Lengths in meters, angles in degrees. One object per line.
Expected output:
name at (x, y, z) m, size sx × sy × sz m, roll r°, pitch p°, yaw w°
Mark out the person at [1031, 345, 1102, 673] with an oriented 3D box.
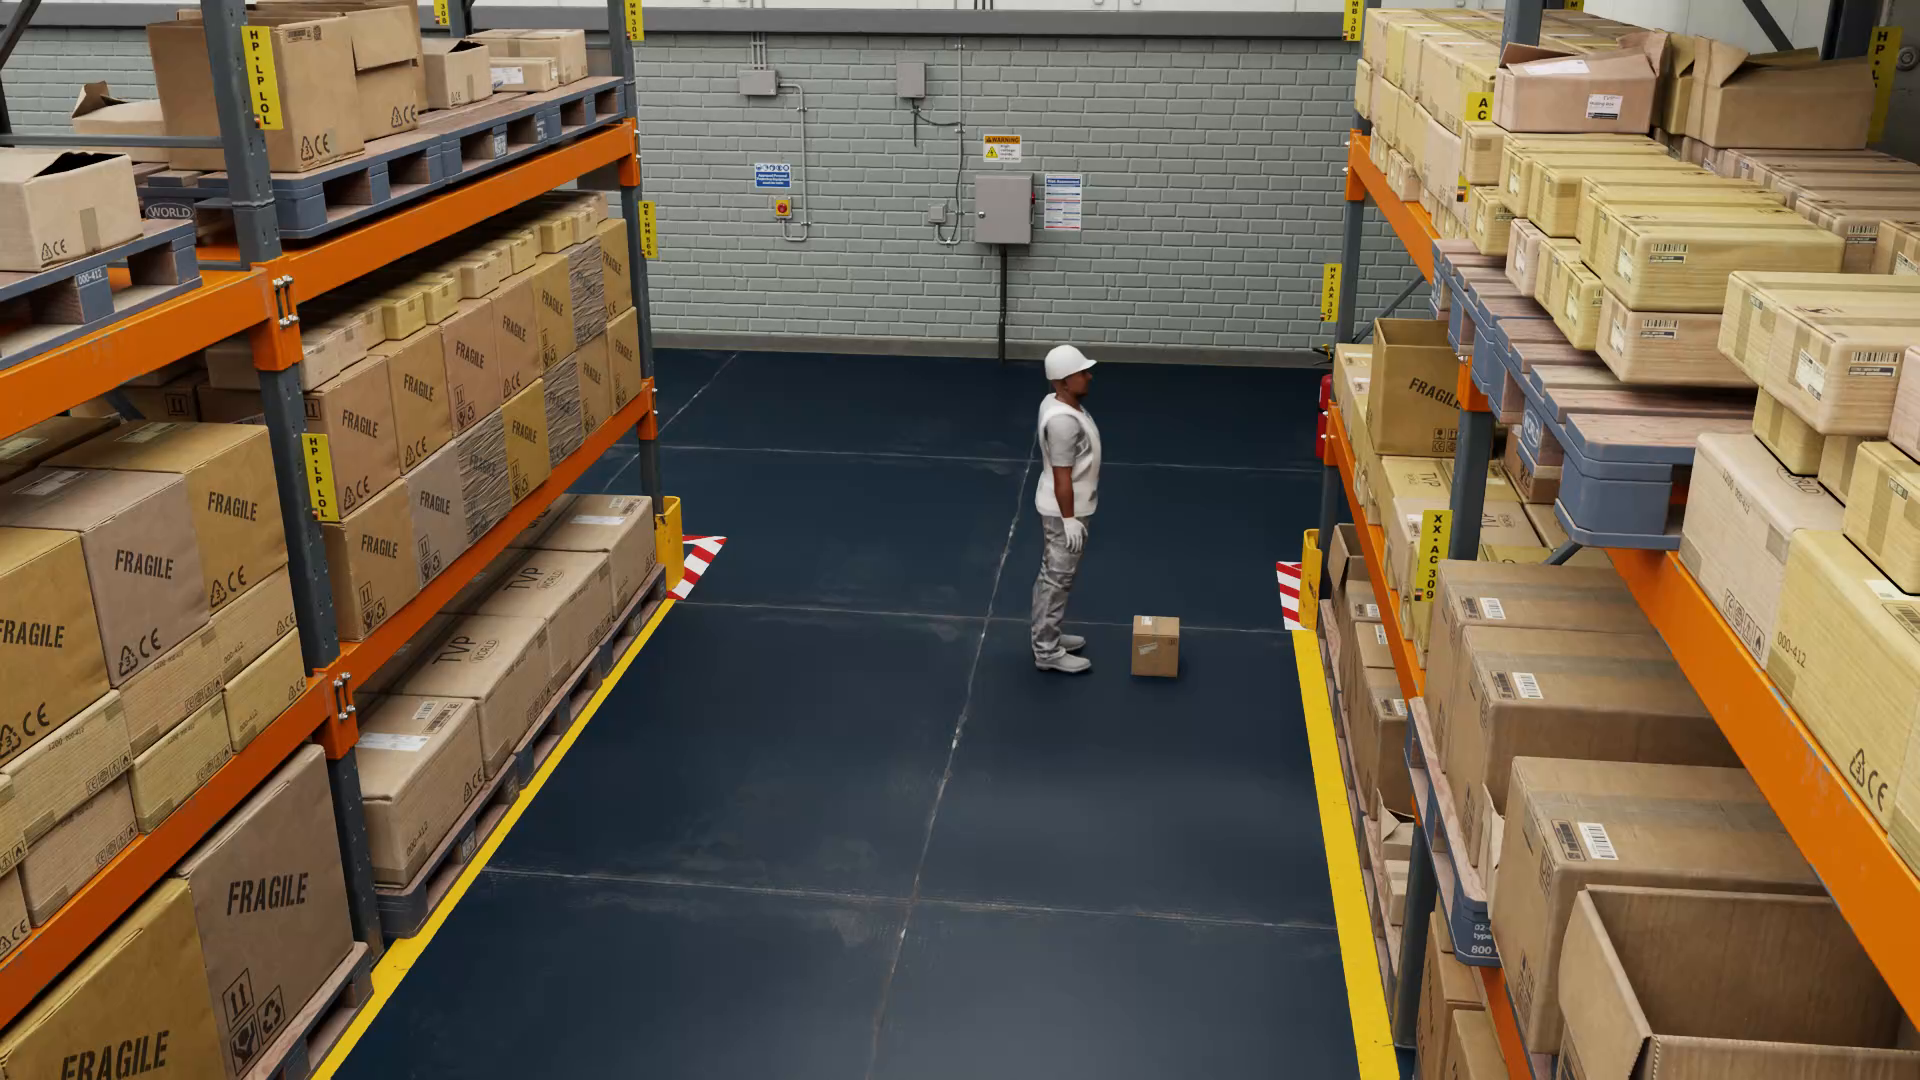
person at (0.573, -0.171, 8.940) m, size 0.357 × 1.782 × 0.562 m, roll 1°, pitch 21°, yaw 2°
